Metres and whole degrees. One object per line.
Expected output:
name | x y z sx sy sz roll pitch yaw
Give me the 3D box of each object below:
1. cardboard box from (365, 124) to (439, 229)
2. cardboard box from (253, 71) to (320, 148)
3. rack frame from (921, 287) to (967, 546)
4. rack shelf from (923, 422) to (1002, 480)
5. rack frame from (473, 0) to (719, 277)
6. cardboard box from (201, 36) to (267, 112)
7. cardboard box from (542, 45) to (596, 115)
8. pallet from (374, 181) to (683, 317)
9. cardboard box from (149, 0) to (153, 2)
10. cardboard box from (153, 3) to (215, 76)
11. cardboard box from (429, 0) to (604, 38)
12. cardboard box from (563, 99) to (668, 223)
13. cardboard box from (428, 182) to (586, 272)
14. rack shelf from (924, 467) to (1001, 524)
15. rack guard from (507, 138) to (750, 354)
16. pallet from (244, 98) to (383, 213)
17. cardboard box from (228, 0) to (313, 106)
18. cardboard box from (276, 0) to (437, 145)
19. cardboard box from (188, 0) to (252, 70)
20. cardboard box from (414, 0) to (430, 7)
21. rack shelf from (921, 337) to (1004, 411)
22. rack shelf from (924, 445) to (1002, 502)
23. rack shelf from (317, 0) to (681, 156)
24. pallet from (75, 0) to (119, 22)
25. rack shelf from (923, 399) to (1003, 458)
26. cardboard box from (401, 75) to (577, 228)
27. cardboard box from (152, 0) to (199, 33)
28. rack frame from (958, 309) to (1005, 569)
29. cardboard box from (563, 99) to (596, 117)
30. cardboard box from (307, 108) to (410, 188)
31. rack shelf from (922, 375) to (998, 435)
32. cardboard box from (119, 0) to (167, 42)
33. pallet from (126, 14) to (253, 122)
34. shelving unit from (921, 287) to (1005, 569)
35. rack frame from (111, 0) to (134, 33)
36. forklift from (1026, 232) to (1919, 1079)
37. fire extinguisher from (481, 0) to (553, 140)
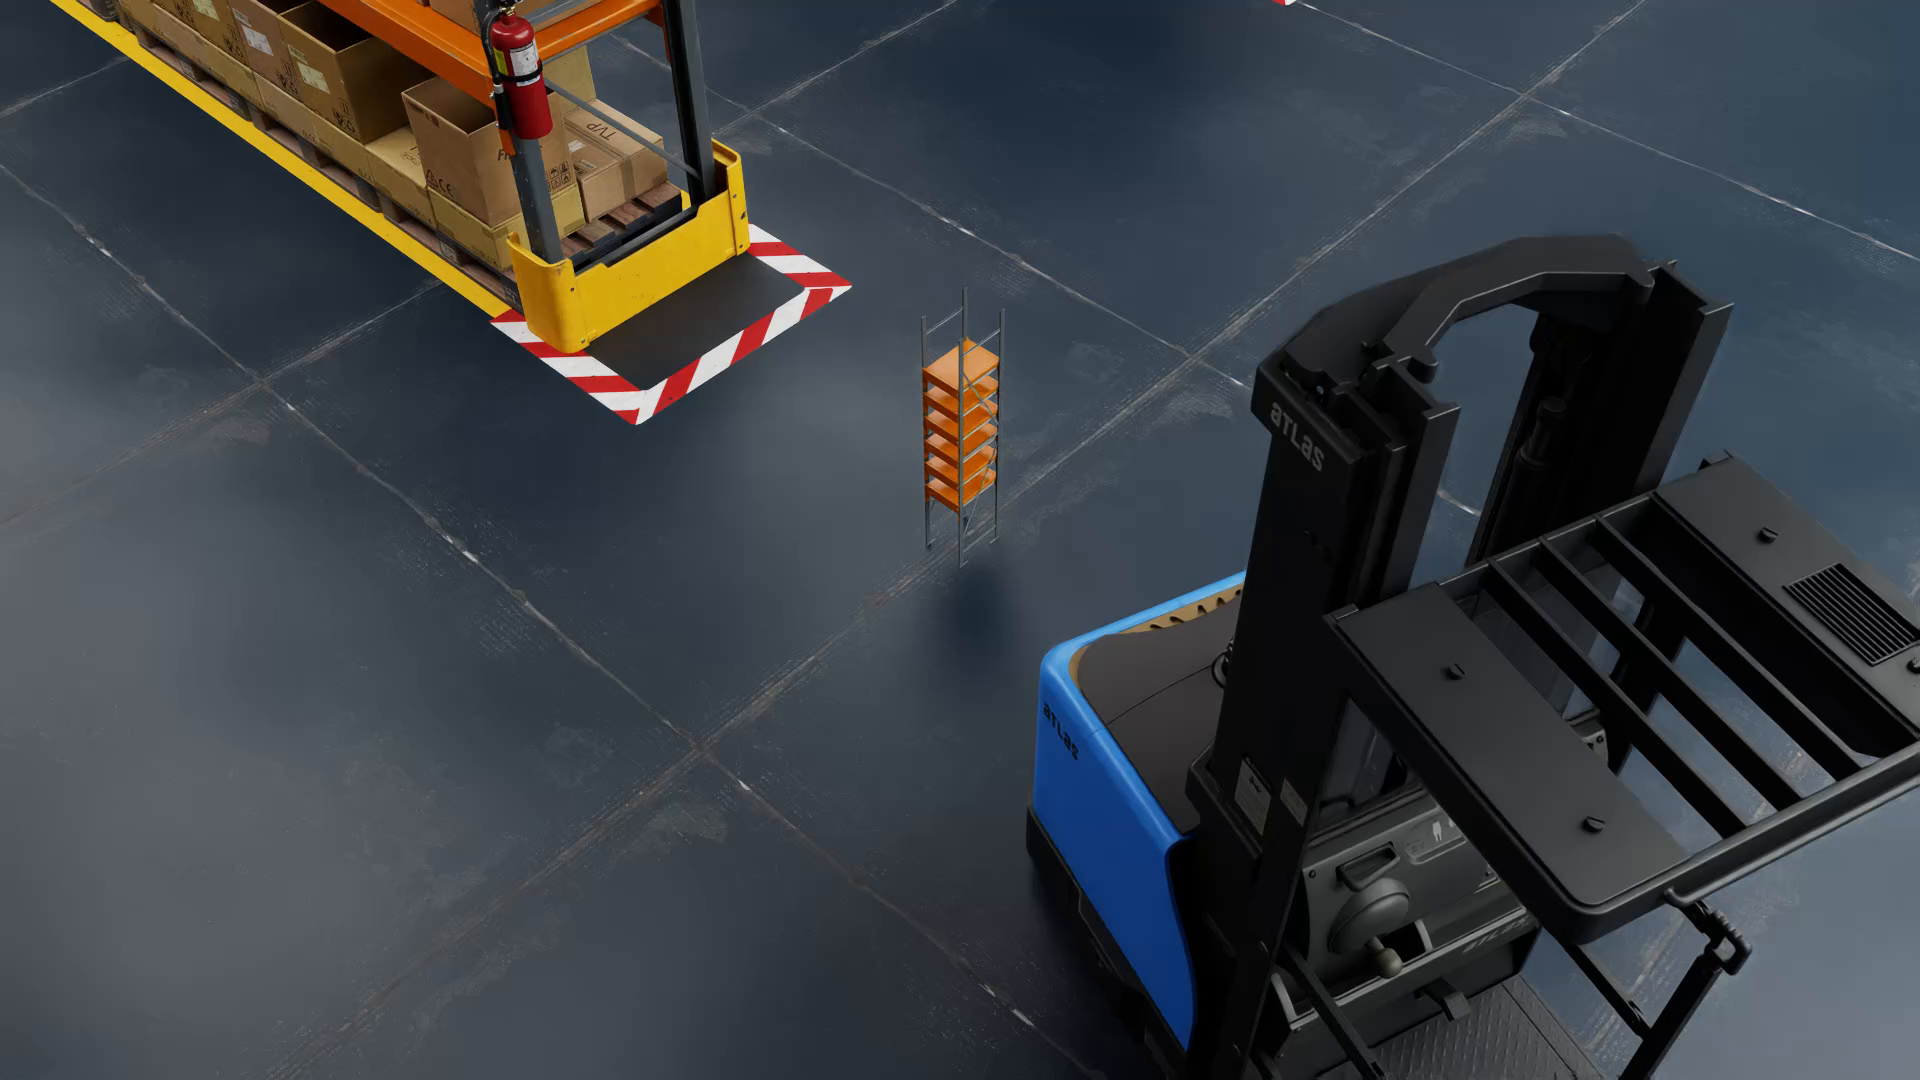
cardboard box | -2.521 -1.825 8.112 0.500 0.250 0.500 34 55 28
cardboard box | -3.256 -2.319 8.577 0.500 0.250 0.500 34 55 28
rack frame | -0.057 -0.449 6.457 0.006 1.200 0.240 34 55 28
rack shelf | 0.011 -0.373 6.447 0.180 0.103 0.258 34 55 28
rack frame | -1.551 -2.275 6.937 0.127 3.000 1.000 34 55 28
cardboard box | -3.627 -2.563 8.806 0.500 0.250 0.500 34 55 28
cardboard box | -2.163 -2.364 8.105 0.500 0.500 0.500 34 55 28
pallet | -2.141 -1.676 8.287 1.213 0.211 1.003 34 55 28
cardboard box | -4.362 -3.315 8.997 0.500 0.500 0.500 34 55 28
cardboard box | -3.991 -2.813 9.040 0.500 0.250 0.500 34 55 28
cardboard box | -1.885 -2.546 7.123 0.500 0.500 0.700 34 55 28
cardboard box | -1.794 -1.861 8.147 0.500 0.250 0.500 34 55 28
cardboard box | -2.145 -1.584 7.886 0.500 0.250 0.500 34 55 28
rack shelf | 0.011 -0.209 6.622 0.180 0.103 0.258 34 55 28
rack guard | -1.533 -1.407 7.837 0.348 0.500 1.175 34 55 28
pallet | -3.033 -2.279 8.853 1.213 0.211 1.003 34 55 28
cardboard box | -3.258 -2.574 8.301 0.500 0.500 0.500 34 55 28
cardboard box | -2.892 -2.326 8.069 0.500 0.500 0.500 34 55 28
cardboard box | -3.627 -2.820 8.533 0.500 0.500 0.500 34 55 28
cardboard box | -2.274 -2.804 7.365 0.500 0.500 0.700 35 56 29
rack shelf | 0.011 -0.620 6.184 0.180 0.103 0.258 34 55 28
rack shelf | 0.011 -0.291 6.534 0.180 0.103 0.258 34 55 28
rack shelf | -3.021 -3.017 8.127 4.000 0.370 1.077 34 55 28
pallet | -5.058 -3.641 10.133 1.213 0.211 1.003 34 55 28
rack shelf | 0.011 -0.455 6.359 0.180 0.103 0.258 34 55 28
cardboard box | -2.147 -1.840 7.612 0.500 0.500 0.500 34 55 28
cardboard box | -3.989 -3.072 8.769 0.500 0.500 0.500 34 55 28
rack frame | 0.078 -0.358 6.372 0.006 1.200 0.240 34 55 28
cardboard box | -2.164 -2.107 8.377 0.500 0.250 0.500 34 55 28
cardboard box | -2.889 -2.071 8.344 0.500 0.250 0.500 34 55 28
rack shelf | 0.011 -0.537 6.272 0.180 0.103 0.258 34 55 28
cardboard box | -4.355 -3.063 9.275 0.500 0.250 0.500 34 55 28
pallet | -3.934 -2.882 9.420 1.213 0.211 1.003 34 55 28
shelving unit | 0.011 -0.404 6.414 0.189 1.200 0.258 34 55 28
rack frame | -4.490 -4.252 8.794 0.127 3.000 1.000 34 55 28
forklift | 1.340 0.876 4.025 1.130 2.935 3.031 -20 50 -18
fire extinguisher | -1.779 -1.941 6.676 0.183 0.674 0.296 34 55 28
